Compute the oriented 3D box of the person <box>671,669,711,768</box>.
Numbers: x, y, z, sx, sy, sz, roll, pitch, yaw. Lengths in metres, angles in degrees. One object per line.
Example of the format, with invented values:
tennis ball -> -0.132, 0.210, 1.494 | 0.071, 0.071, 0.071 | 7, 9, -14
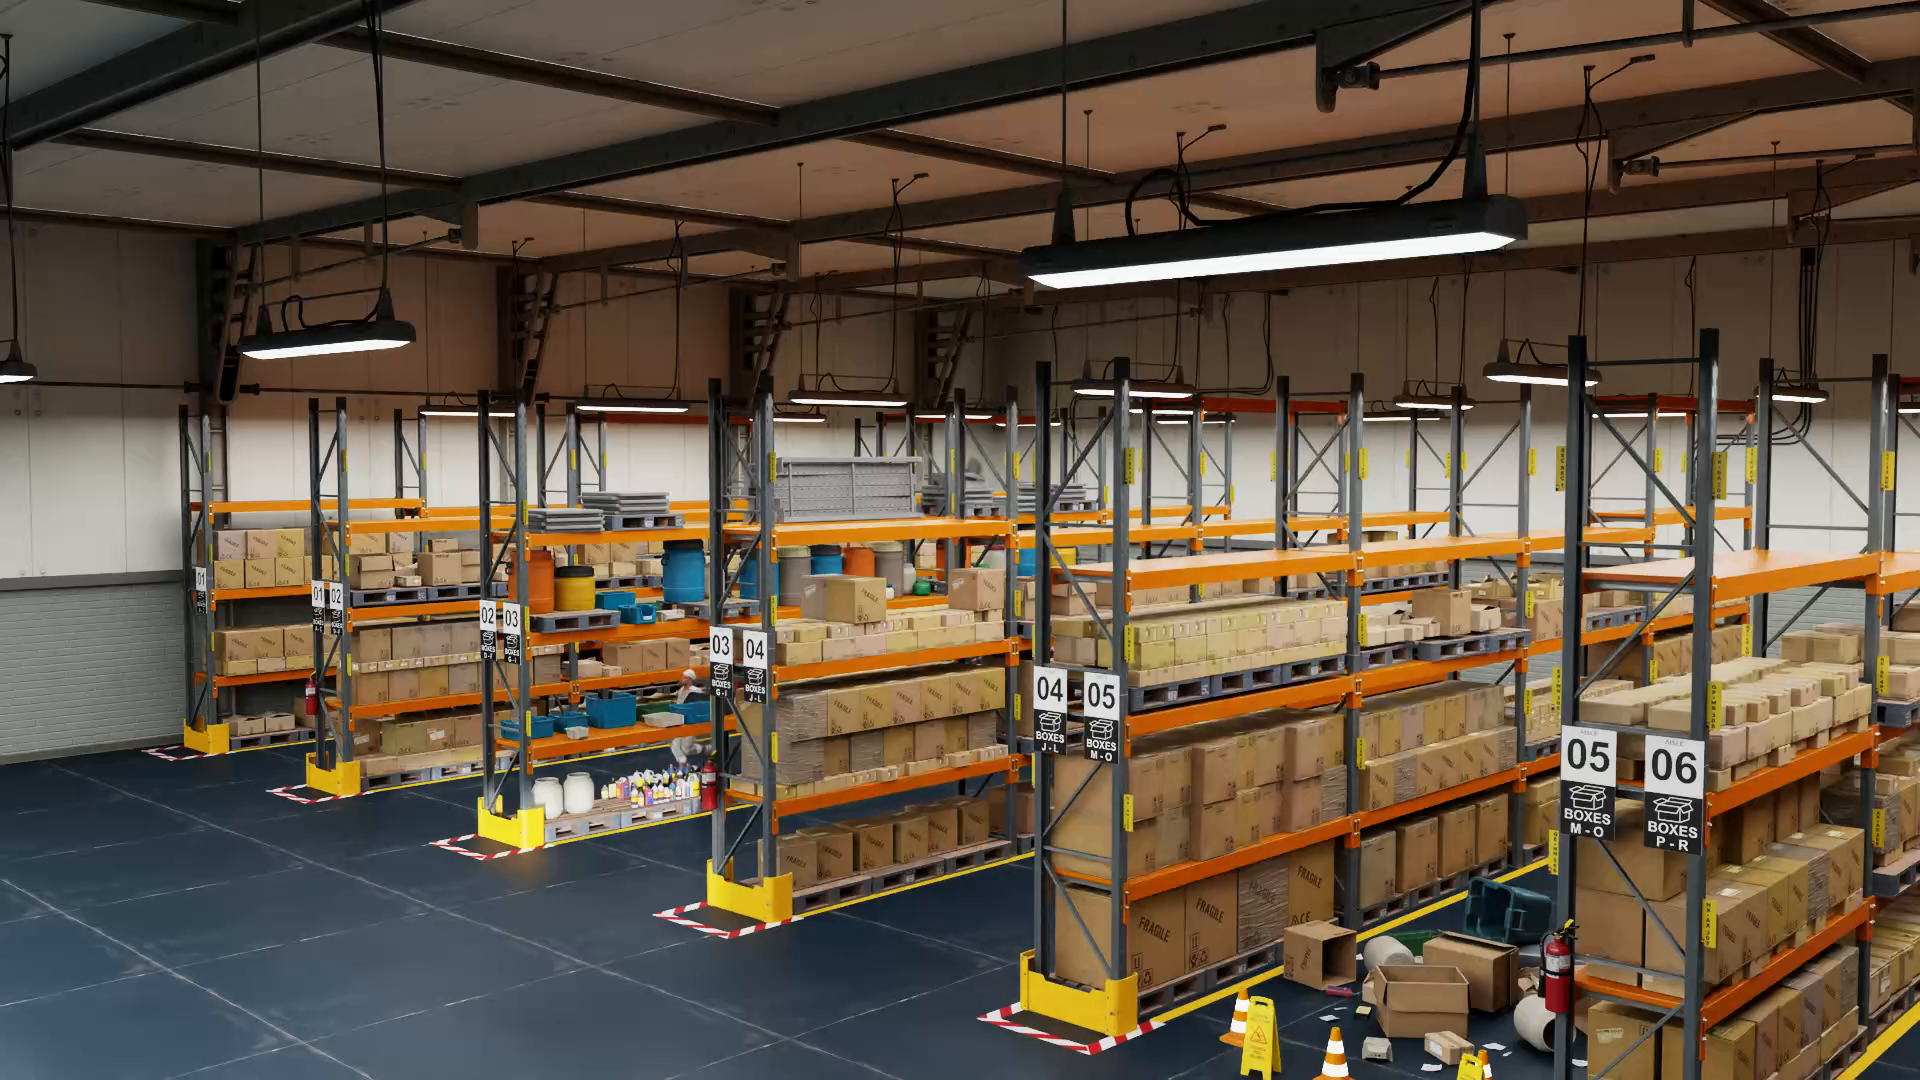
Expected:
person -> -4.271, 2.916, 26.399 | 0.687, 1.738, 0.666 | 3, 4, 44
